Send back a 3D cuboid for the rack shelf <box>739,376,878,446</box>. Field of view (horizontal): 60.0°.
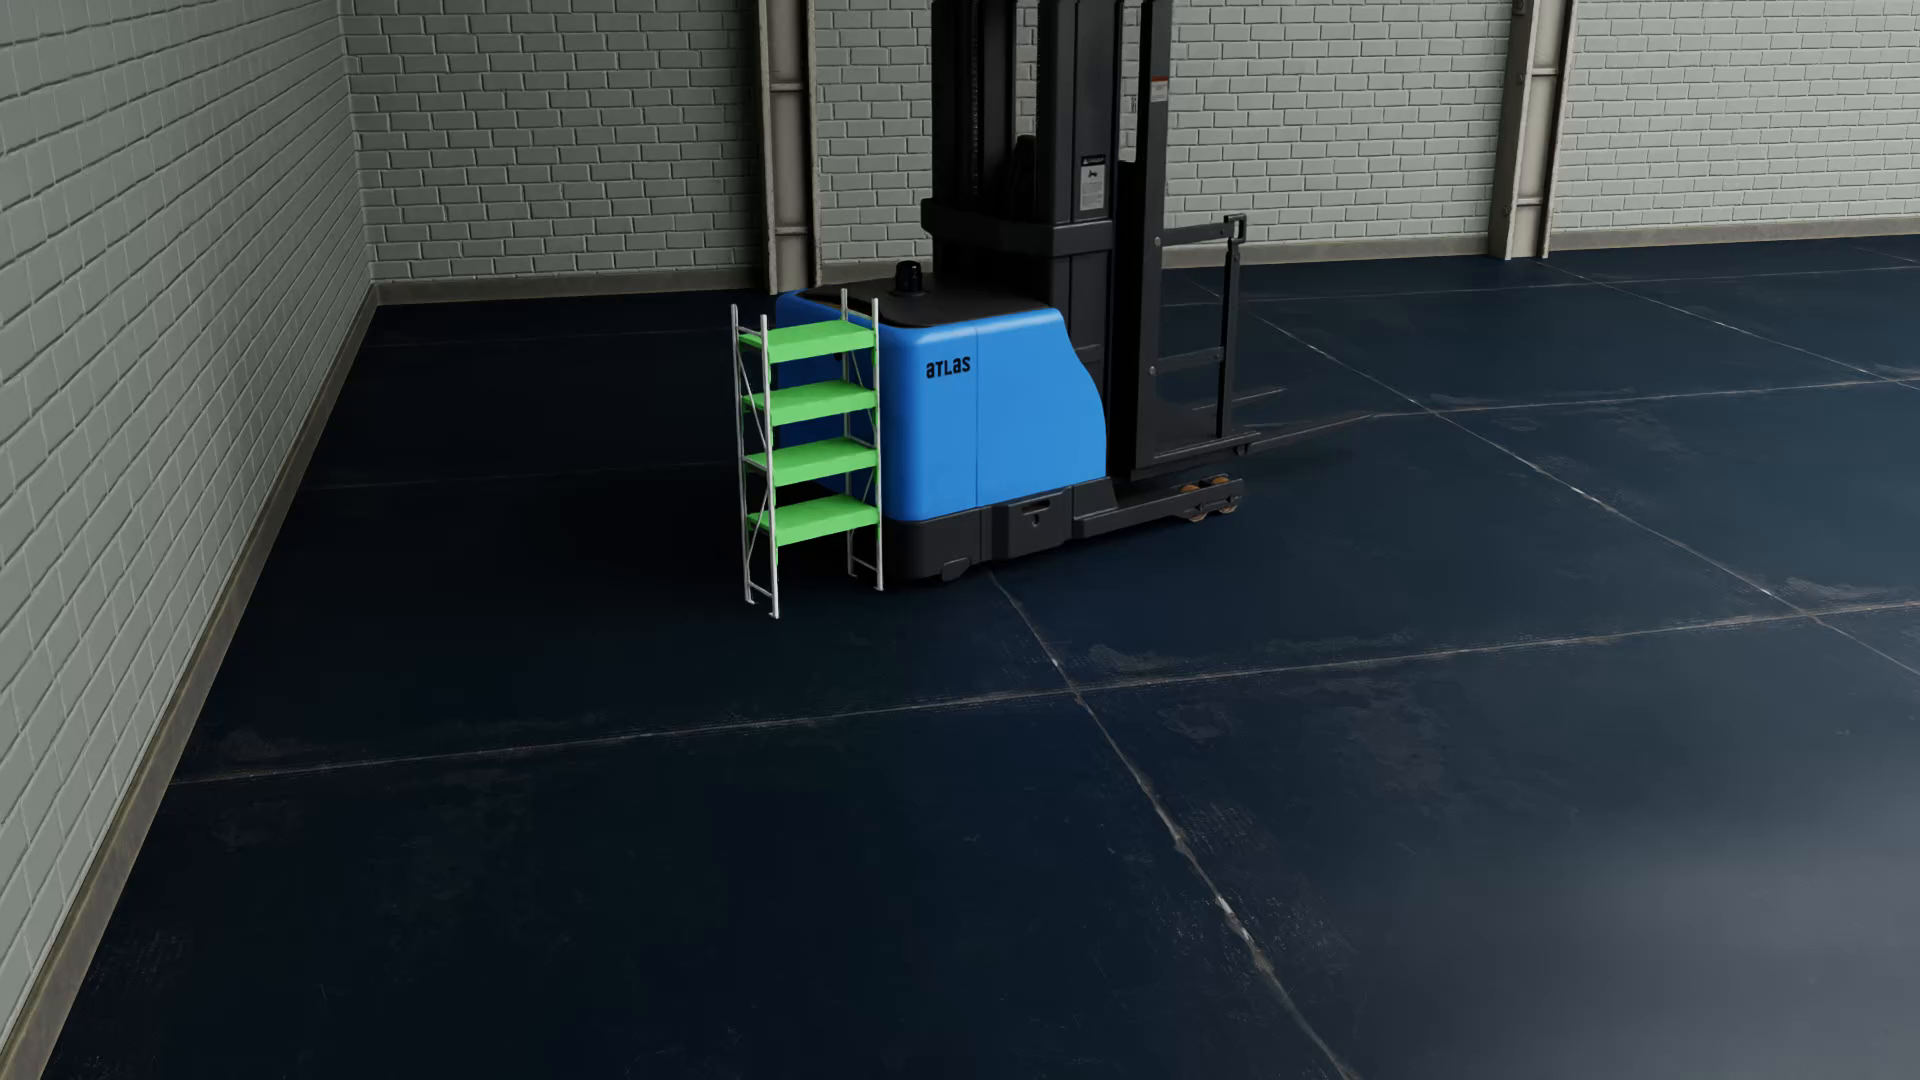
[{"bbox_3d":[-0.586,-0.504,6.435,0.480,0.148,0.258,-14,24,-34],"label":"rack shelf"}]

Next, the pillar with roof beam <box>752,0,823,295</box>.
[{"bbox_3d":[-0.255,-4.657,6.946,0.400,9.000,9.100,-5,21,-12],"label":"pillar with roof beam"}]

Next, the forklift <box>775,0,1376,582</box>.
[{"bbox_3d":[0.687,-1.589,7.392,3.031,2.935,1.130,-14,24,-34],"label":"forklift"}]

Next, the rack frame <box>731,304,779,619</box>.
[{"bbox_3d":[-0.783,-0.289,6.359,0.015,1.200,0.240,-14,24,-34],"label":"rack frame"}]

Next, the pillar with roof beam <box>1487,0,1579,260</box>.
[{"bbox_3d":[5.584,-5.132,8.243,0.400,9.000,9.100,-5,21,-12],"label":"pillar with roof beam"}]

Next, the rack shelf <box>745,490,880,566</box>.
[{"bbox_3d":[-0.586,-0.053,6.600,0.480,0.148,0.258,-14,24,-34],"label":"rack shelf"}]

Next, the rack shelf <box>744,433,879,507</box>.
[{"bbox_3d":[-0.586,-0.279,6.517,0.480,0.148,0.258,-14,24,-34],"label":"rack shelf"}]

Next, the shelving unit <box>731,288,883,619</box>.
[{"bbox_3d":[-0.586,-0.339,6.495,0.503,1.200,0.258,-14,24,-34],"label":"shelving unit"}]

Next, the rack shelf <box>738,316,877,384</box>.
[{"bbox_3d":[-0.586,-0.730,6.352,0.480,0.148,0.258,-14,24,-34],"label":"rack shelf"}]

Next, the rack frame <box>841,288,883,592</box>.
[{"bbox_3d":[-0.390,-0.389,6.631,0.015,1.200,0.240,-14,24,-34],"label":"rack frame"}]
